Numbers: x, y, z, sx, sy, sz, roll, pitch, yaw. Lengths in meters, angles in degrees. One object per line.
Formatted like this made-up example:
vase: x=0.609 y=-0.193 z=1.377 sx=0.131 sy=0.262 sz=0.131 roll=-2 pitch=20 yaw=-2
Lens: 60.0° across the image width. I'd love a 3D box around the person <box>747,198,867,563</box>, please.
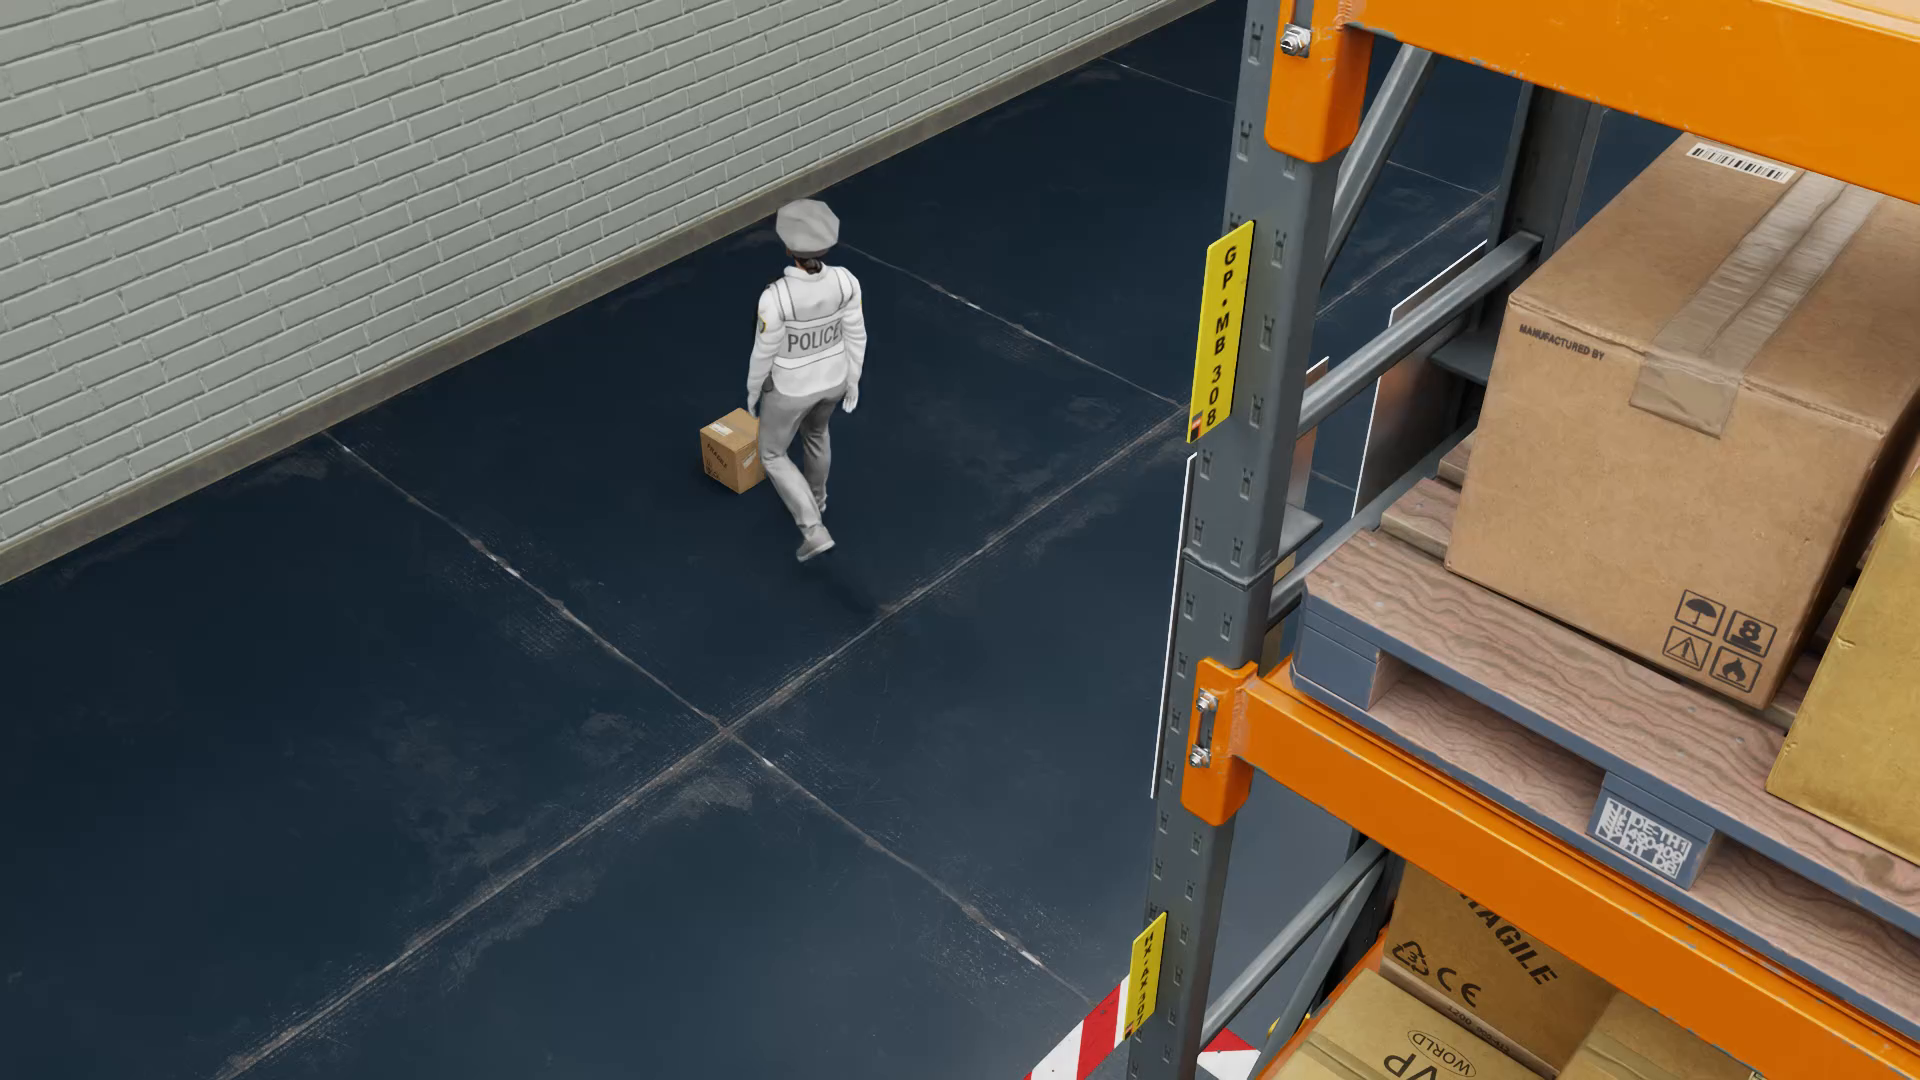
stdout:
person: x=-0.651 y=-0.674 z=6.924 sx=0.488 sy=1.661 sz=0.760 roll=-23 pitch=45 yaw=-26
